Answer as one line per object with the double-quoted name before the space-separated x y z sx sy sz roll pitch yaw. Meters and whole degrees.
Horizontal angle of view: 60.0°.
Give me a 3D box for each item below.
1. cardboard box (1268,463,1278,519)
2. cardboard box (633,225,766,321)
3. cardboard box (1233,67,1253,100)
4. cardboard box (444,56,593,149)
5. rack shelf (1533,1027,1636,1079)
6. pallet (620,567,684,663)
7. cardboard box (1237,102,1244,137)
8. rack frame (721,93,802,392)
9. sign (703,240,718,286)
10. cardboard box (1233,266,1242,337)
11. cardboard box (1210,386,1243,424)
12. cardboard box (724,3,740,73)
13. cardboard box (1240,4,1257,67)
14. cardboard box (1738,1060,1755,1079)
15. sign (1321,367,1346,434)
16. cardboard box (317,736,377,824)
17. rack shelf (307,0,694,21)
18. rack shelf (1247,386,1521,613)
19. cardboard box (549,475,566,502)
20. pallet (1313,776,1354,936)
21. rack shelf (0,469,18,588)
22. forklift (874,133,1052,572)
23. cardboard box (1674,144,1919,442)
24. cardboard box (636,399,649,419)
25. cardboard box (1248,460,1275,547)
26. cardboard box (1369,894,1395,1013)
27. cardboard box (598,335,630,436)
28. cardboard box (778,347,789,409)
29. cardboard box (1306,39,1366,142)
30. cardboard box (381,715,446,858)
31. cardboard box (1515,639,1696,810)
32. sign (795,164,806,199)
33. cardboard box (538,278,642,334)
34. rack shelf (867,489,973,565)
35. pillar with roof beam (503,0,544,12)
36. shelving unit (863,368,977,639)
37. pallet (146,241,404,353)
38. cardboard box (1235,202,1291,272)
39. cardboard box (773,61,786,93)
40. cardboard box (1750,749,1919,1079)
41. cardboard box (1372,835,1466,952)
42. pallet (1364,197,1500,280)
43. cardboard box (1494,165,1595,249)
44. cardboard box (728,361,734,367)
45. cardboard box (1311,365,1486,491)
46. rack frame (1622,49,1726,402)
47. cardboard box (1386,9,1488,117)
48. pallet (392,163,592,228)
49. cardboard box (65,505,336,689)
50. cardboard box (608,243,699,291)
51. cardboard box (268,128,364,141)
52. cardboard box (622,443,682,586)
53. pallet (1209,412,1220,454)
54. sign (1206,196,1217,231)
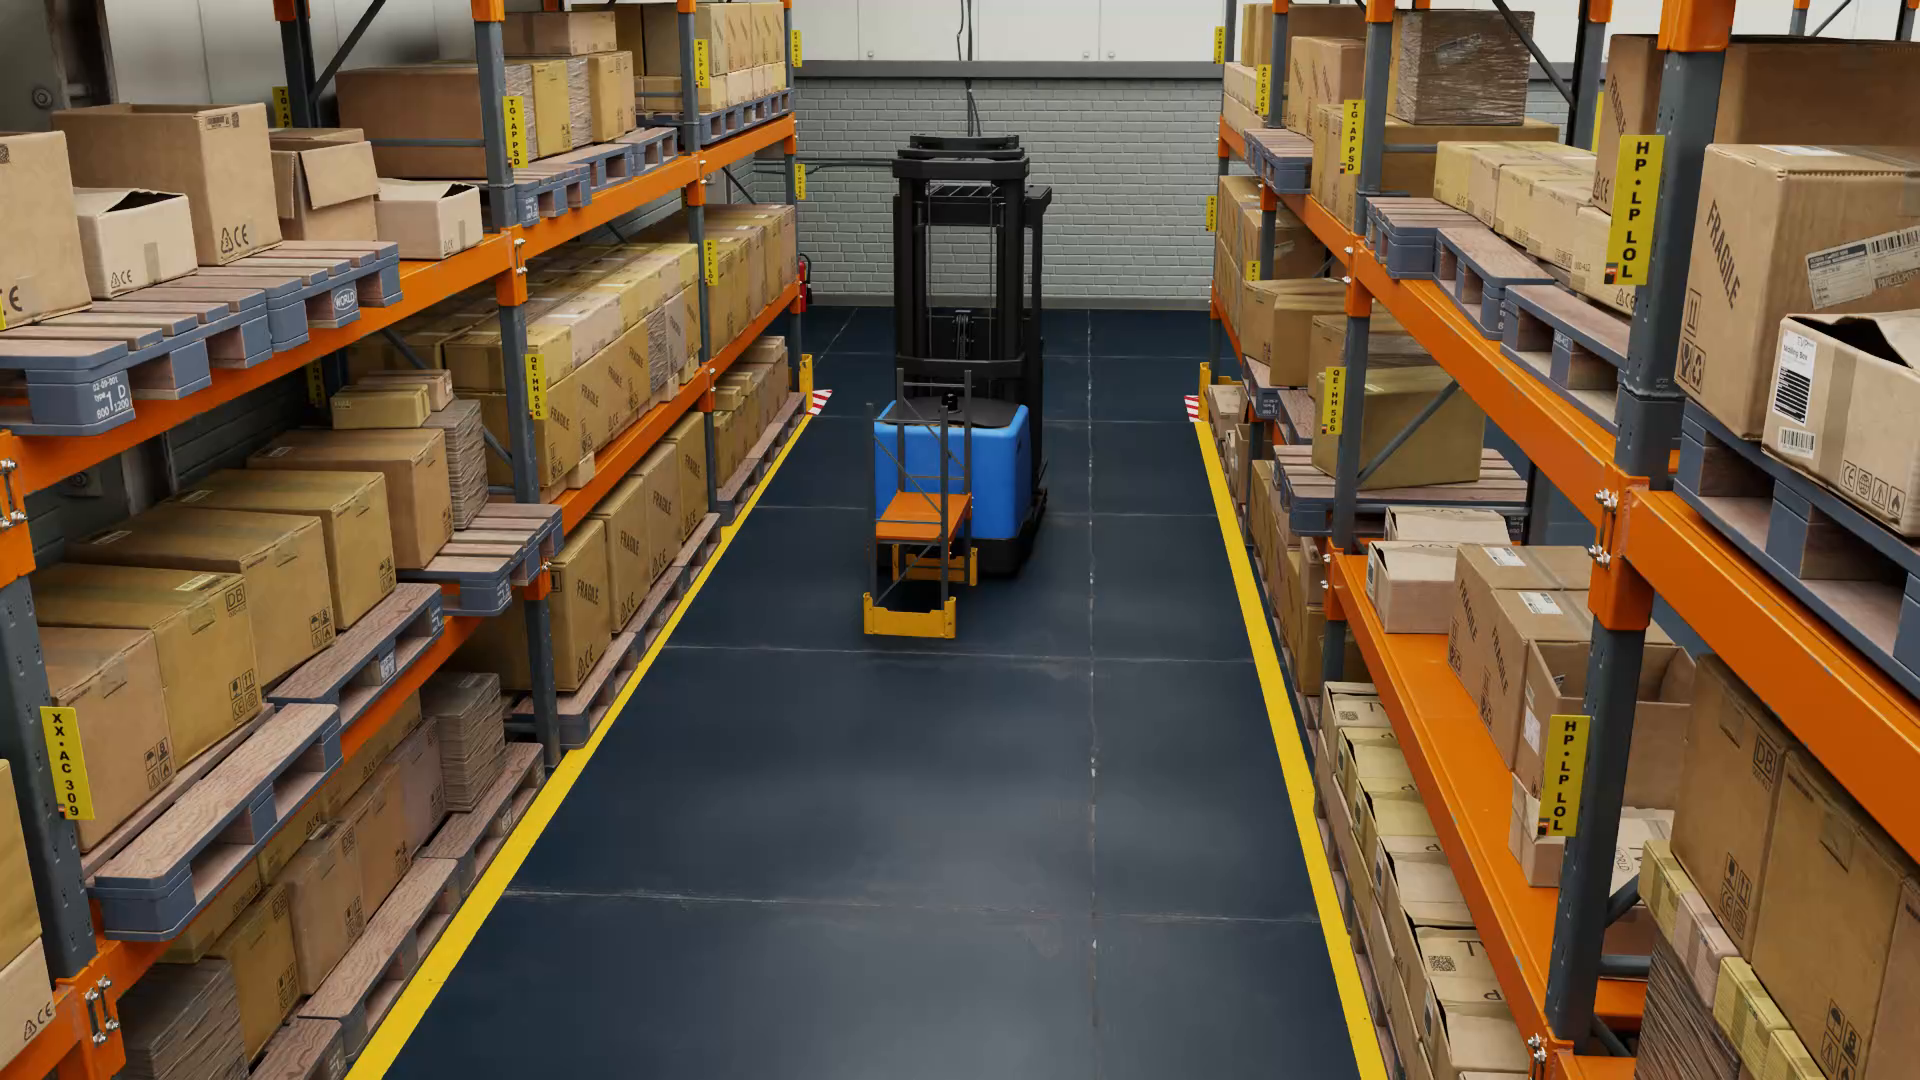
"cardboard box" 2.255 -0.303 10.633 0.500 0.250 0.500 1 18 4
"cardboard box" -2.181 -2.253 14.001 0.980 0.700 0.700 0 18 1
"cardboard box" 2.523 -3.750 13.672 0.500 0.250 0.500 1 18 4
"cardboard box" -2.584 -2.573 9.772 0.700 0.500 0.500 1 18 4
"rack shelf" 1.888 2.067 2.452 1.077 0.370 4.000 1 18 4
"pallet" -2.401 0.456 10.691 1.003 0.211 1.213 1 18 4
"cardboard box" 2.489 -3.357 13.275 0.500 0.250 0.500 1 18 4
"rack frame" -2.050 -2.732 15.944 1.000 3.000 0.127 1 18 4
"sign" -1.794 -1.993 11.957 0.100 0.325 0.005 1 18 4
"cardboard box" 2.455 -1.909 13.270 0.500 0.500 0.500 2 18 5
"cardboard box" 2.534 -1.207 15.000 0.500 0.250 0.500 1 18 4
"cardboard box" -1.975 -3.822 12.655 0.500 0.500 0.500 1 18 3
"cardboard box" 2.751 -4.258 14.016 0.700 0.500 0.500 1 18 4
"cardboard box" 1.974 1.359 3.299 0.700 0.500 0.500 1 18 3
"sign" 1.776 -0.660 7.887 0.100 0.325 0.005 1 18 4
"cardboard box" -2.758 0.935 6.855 0.500 0.250 0.500 1 18 4
"rack shelf" -2.480 -3.188 9.497 1.077 0.370 4.000 1 18 4
"rack shelf" 2.461 -0.417 10.035 1.077 0.370 4.000 1 18 4
"cardboard box" -2.342 -0.313 8.932 0.380 0.149 0.250 2 18 5
"pallet" 2.220 1.442 7.684 1.003 0.211 1.213 1 18 4
"rack shelf" -3.053 0.532 2.319 1.077 0.370 4.000 1 18 4
"forklift" 0.094 -1.587 12.558 1.130 2.935 3.031 3 18 8
"cardboard box" 1.732 -0.484 3.207 0.500 0.500 0.500 3 18 8
"cardboard box" -2.213 -0.875 10.648 0.380 0.149 0.250 1 18 2
"cardboard box" 2.327 -0.257 11.698 0.500 0.500 0.500 0 18 1
"cardboard box" 1.884 1.602 6.458 0.500 0.250 0.500 2 18 5
"cardboard box" -2.250 -0.908 9.705 0.500 0.500 0.500 1 18 4
"cardboard box" -2.000 -1.524 15.598 0.700 0.500 0.500 1 18 4
"cardboard box" 2.470 -2.738 10.148 0.600 0.600 0.600 1 18 3
"cardboard box" -2.776 1.113 7.516 0.700 0.500 0.500 1 18 4
"cardboard box" 2.140 0.655 5.447 0.500 0.500 0.500 3 18 8
"sign" -1.509 -3.379 15.677 0.100 0.325 0.005 1 18 4
"cardboard box" -2.233 -1.419 10.060 0.500 0.250 0.500 1 18 3
"rack shelf" -0.248 -0.094 10.879 0.538 0.185 1.000 3 18 8
"pillar with roof beam" 1.145 -4.481 11.648 9.100 9.000 0.400 1 18 4
"shelving unit" -0.247 -0.268 10.832 0.587 1.500 1.083 3 18 8
"pallet" -2.688 -0.853 5.693 1.213 0.211 1.003 1 18 4
"cardboard box" 2.453 -2.382 13.108 0.500 0.500 0.500 1 18 4
"cardboard box" -1.837 -4.100 14.707 0.500 0.250 0.500 2 18 6
"cardboard box" 1.971 0.735 3.118 0.700 0.500 0.500 1 18 4
"cardboard box" 1.883 1.340 6.357 0.500 0.311 0.500 1 18 3
"pallet" 2.359 -1.261 6.940 1.213 0.211 1.003 2 18 6
"cardboard box" 2.270 -1.209 6.045 0.500 0.250 0.500 1 18 3
"cardboard box" -2.245 -1.641 14.911 0.380 0.149 0.250 1 18 4
"cardboard box" 2.251 -0.583 8.551 0.700 0.500 0.500 -5 19 -15
"rack frame" 2.031 -1.747 3.302 1.000 3.000 0.127 1 18 4
"cardboard box" 2.392 -2.380 8.286 0.500 0.500 0.500 1 18 4
"pallet" -2.630 -1.784 8.538 1.213 0.211 1.003 2 18 6
"cardboard box" -2.776 0.202 6.121 0.700 0.500 0.500 4 19 11
"cardboard box" -2.115 -1.894 11.511 0.500 0.250 0.500 2 18 5
"cardboard box" -2.904 -1.512 7.209 0.500 0.500 0.500 1 18 4
"cardboard box" -2.314 -0.187 10.954 0.750 0.750 0.750 2 18 6
"pallet" 2.830 -1.026 15.217 1.003 0.211 1.213 1 18 4
"sign" 2.350 -3.046 15.512 0.100 0.325 0.005 1 18 4
